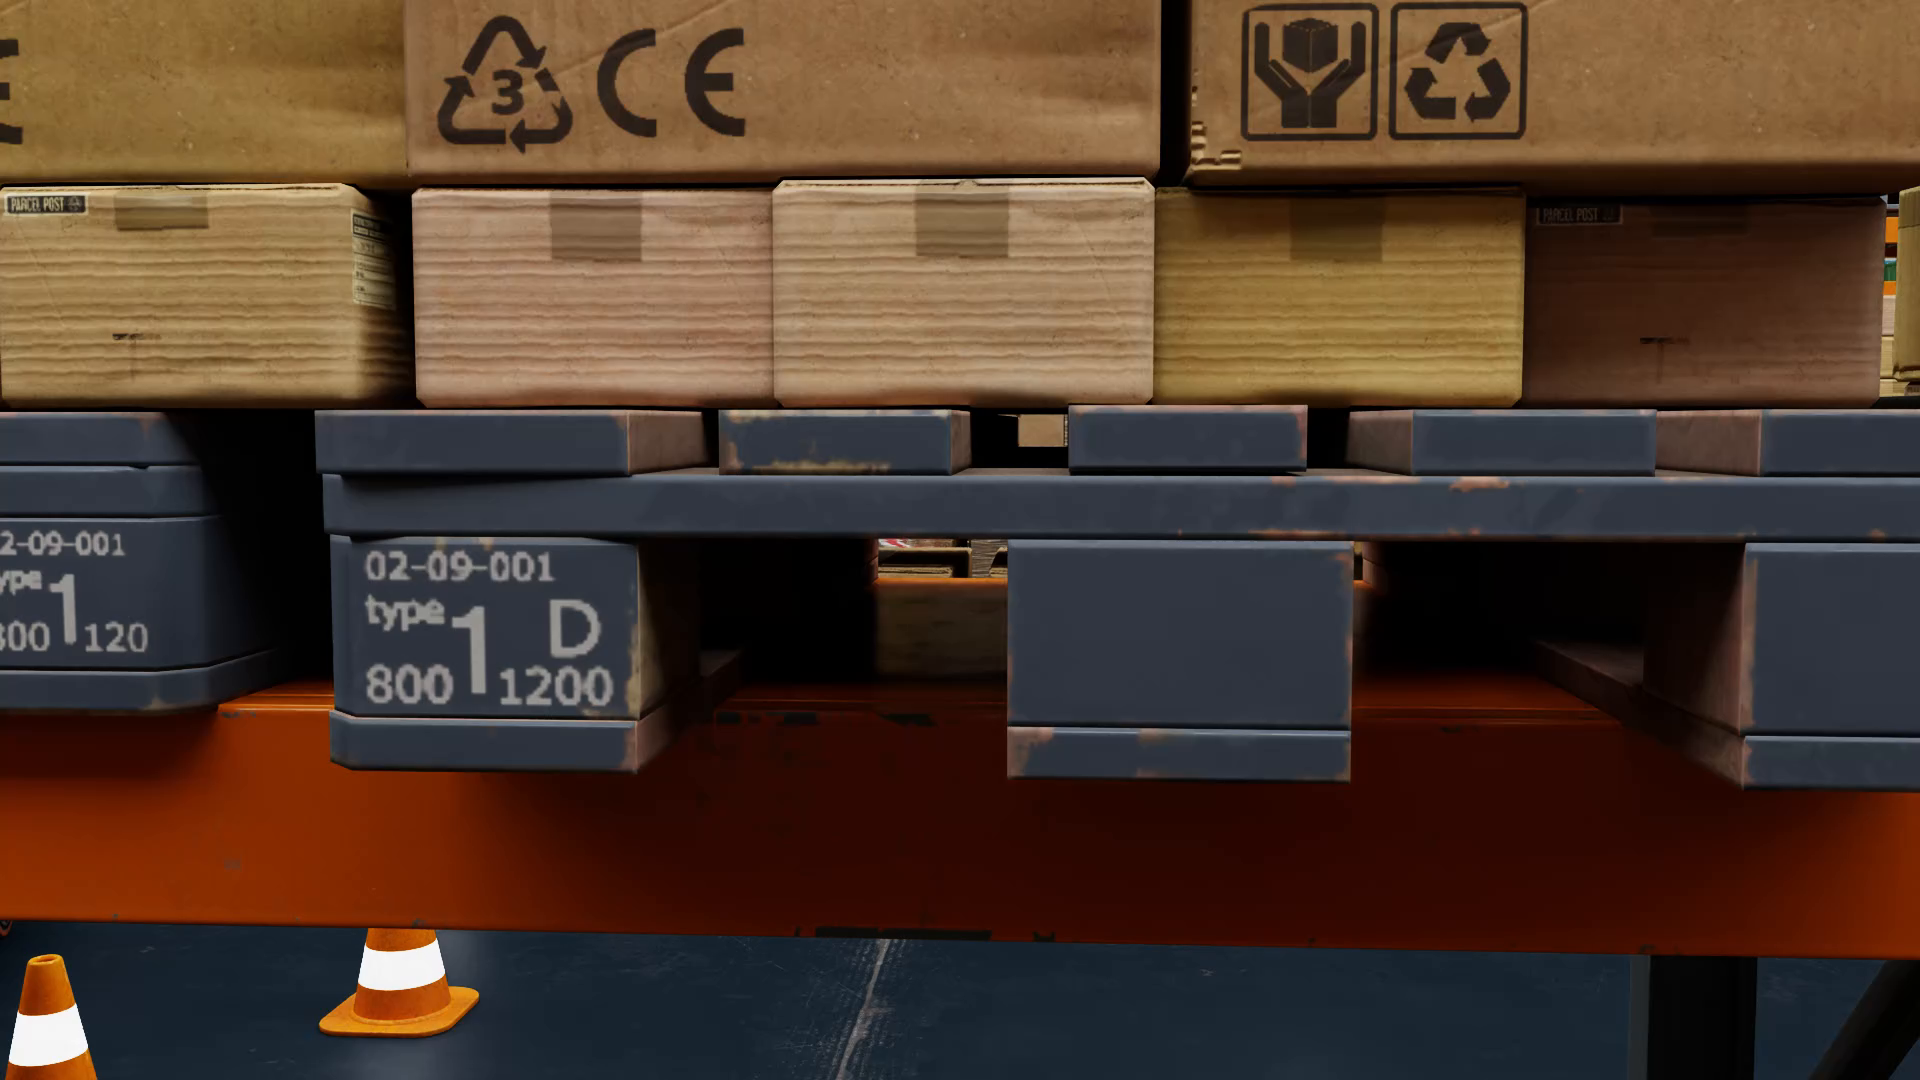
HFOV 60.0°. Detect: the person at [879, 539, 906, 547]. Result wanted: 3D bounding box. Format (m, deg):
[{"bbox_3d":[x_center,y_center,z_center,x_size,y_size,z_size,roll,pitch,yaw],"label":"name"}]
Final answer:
[{"bbox_3d":[-0.578,0.291,10.229,0.887,0.991,0.572,0,4,4],"label":"person"}]
